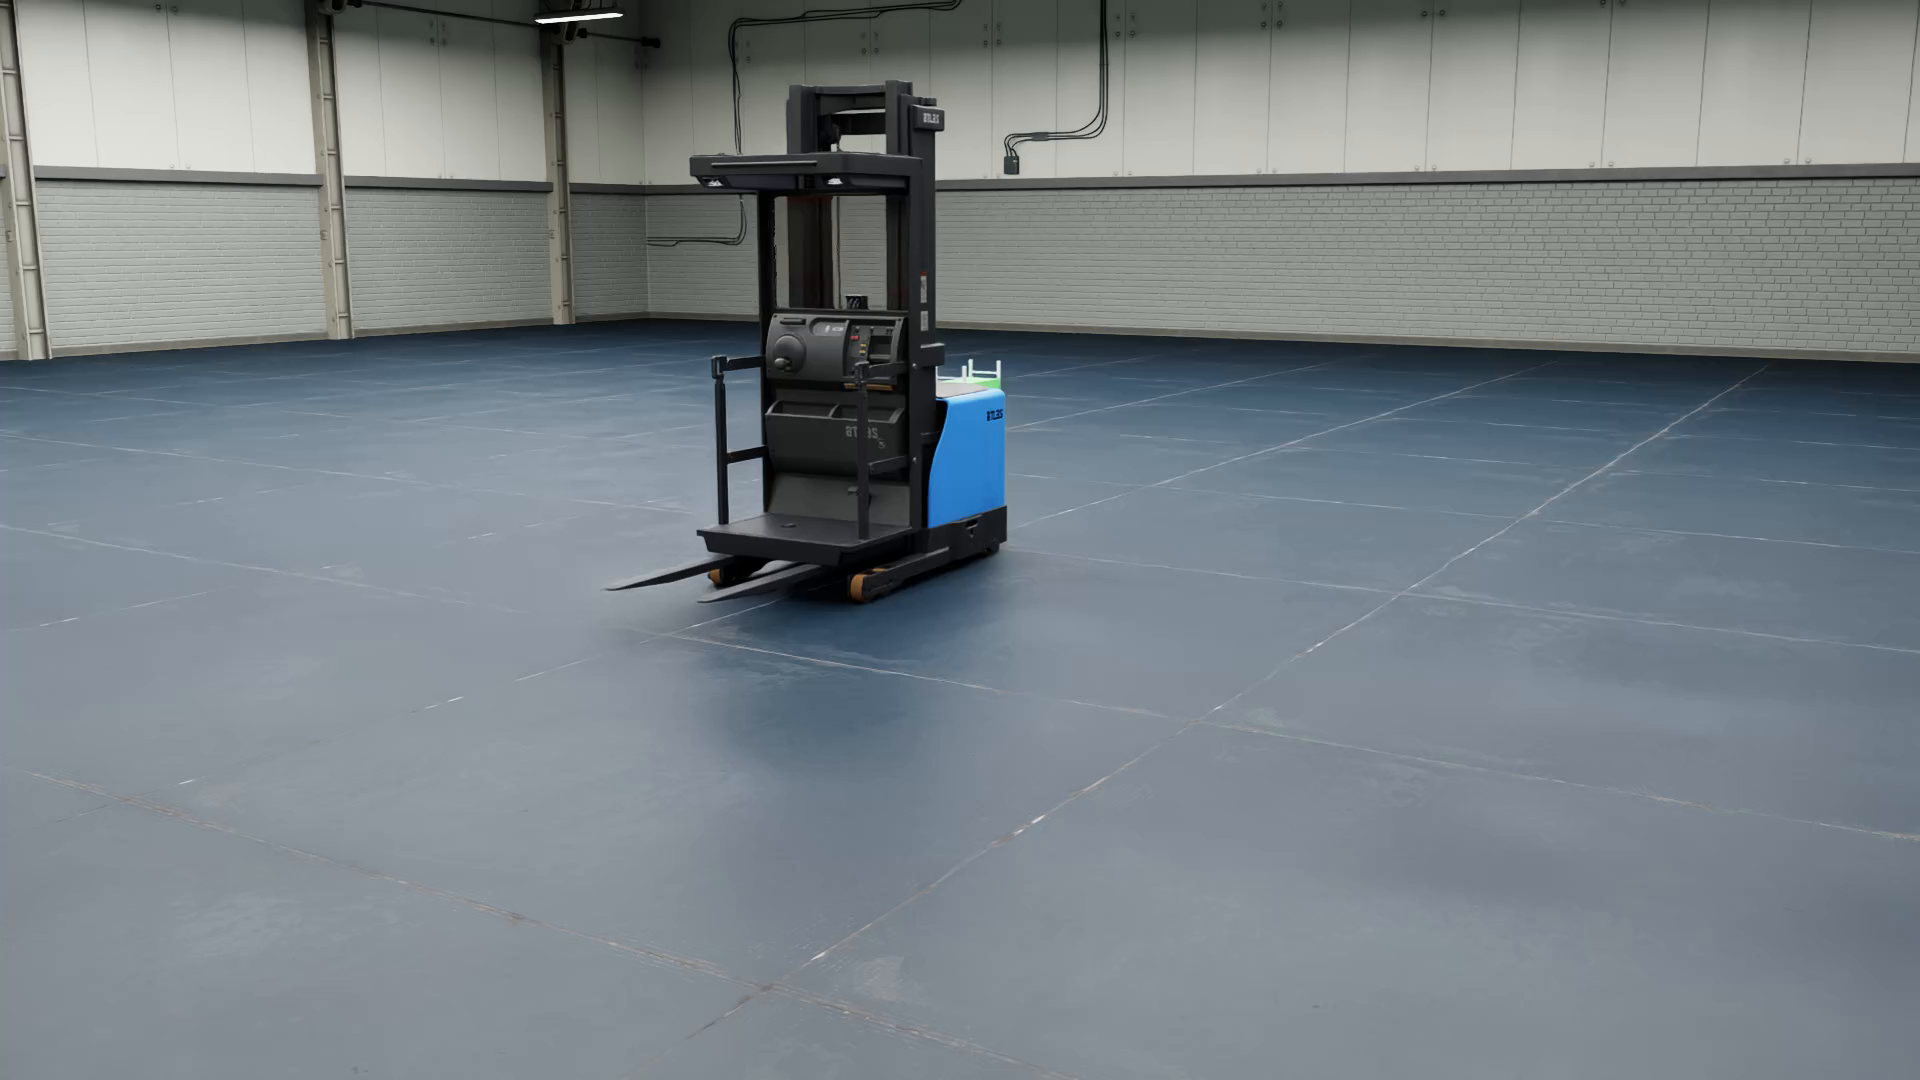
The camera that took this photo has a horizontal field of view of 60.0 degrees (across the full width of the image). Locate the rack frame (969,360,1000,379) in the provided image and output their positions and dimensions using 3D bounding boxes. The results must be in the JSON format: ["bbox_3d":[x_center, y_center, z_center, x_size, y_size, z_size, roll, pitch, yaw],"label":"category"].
[{"bbox_3d":[0.170,-0.650,11.580,0.240,1.200,0.015,6,12,29],"label":"rack frame"}]

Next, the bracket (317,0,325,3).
[{"bbox_3d":[-11.890,-9.990,30.496,0.235,0.232,0.430,6,12,31],"label":"bracket"}]

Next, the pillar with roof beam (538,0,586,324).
[{"bbox_3d":[-5.184,-8.853,34.201,9.100,9.000,0.548,6,12,31],"label":"pillar with roof beam"}]

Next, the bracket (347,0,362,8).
[{"bbox_3d":[-11.459,-10.121,31.193,0.235,0.232,0.430,6,12,31],"label":"bracket"}]

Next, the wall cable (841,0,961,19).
[{"bbox_3d":[-1.246,-12.239,34.640,3.097,2.526,0.112,6,12,31],"label":"wall cable"}]

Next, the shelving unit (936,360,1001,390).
[{"bbox_3d":[0.051,-0.611,11.371,0.258,1.200,0.503,6,12,29],"label":"shelving unit"}]

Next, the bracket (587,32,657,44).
[{"bbox_3d":[-7.420,-11.344,37.728,0.076,0.066,3.189,6,12,31],"label":"bracket"}]

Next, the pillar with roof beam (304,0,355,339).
[{"bbox_3d":[-8.299,-7.909,29.160,9.100,9.000,0.548,6,12,31],"label":"pillar with roof beam"}]

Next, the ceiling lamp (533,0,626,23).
[{"bbox_3d":[-6.810,-11.072,30.190,2.000,3.185,0.800,6,12,31],"label":"ceiling lamp"}]

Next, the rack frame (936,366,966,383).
[{"bbox_3d":[-0.068,-0.572,11.162,0.240,1.200,0.015,6,12,29],"label":"rack frame"}]

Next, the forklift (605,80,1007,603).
[{"bbox_3d":[-0.850,-1.179,9.702,1.130,2.935,3.031,6,12,29],"label":"forklift"}]

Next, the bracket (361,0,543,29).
[{"bbox_3d":[-10.113,-10.529,33.372,0.076,0.066,4.783,6,12,31],"label":"bracket"}]

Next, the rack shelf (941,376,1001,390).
[{"bbox_3d":[0.051,-1.020,11.294,0.258,0.148,0.480,6,12,29],"label":"rack shelf"}]

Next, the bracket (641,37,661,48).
[{"bbox_3d":[-7.114,-11.437,38.225,0.235,0.232,0.430,6,12,31],"label":"bracket"}]

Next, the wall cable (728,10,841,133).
[{"bbox_3d":[-3.891,-10.299,36.638,3.097,2.526,0.112,6,12,31],"label":"wall cable"}]

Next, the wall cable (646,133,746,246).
[{"bbox_3d":[-6.203,-8.075,38.483,3.097,2.526,0.112,6,12,31],"label":"wall cable"}]

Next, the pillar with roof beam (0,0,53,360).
[{"bbox_3d":[-11.414,-6.965,24.120,9.100,9.000,0.400,6,12,31],"label":"pillar with roof beam"}]

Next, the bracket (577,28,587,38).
[{"bbox_3d":[-8.344,-11.064,36.234,0.235,0.232,0.430,6,12,31],"label":"bracket"}]

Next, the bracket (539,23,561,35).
[{"bbox_3d":[-8.775,-10.934,35.536,0.235,0.232,0.430,6,12,31],"label":"bracket"}]

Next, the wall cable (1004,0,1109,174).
[{"bbox_3d":[1.902,-10.363,33.027,2.305,6.003,0.169,6,12,31],"label":"wall cable"}]
